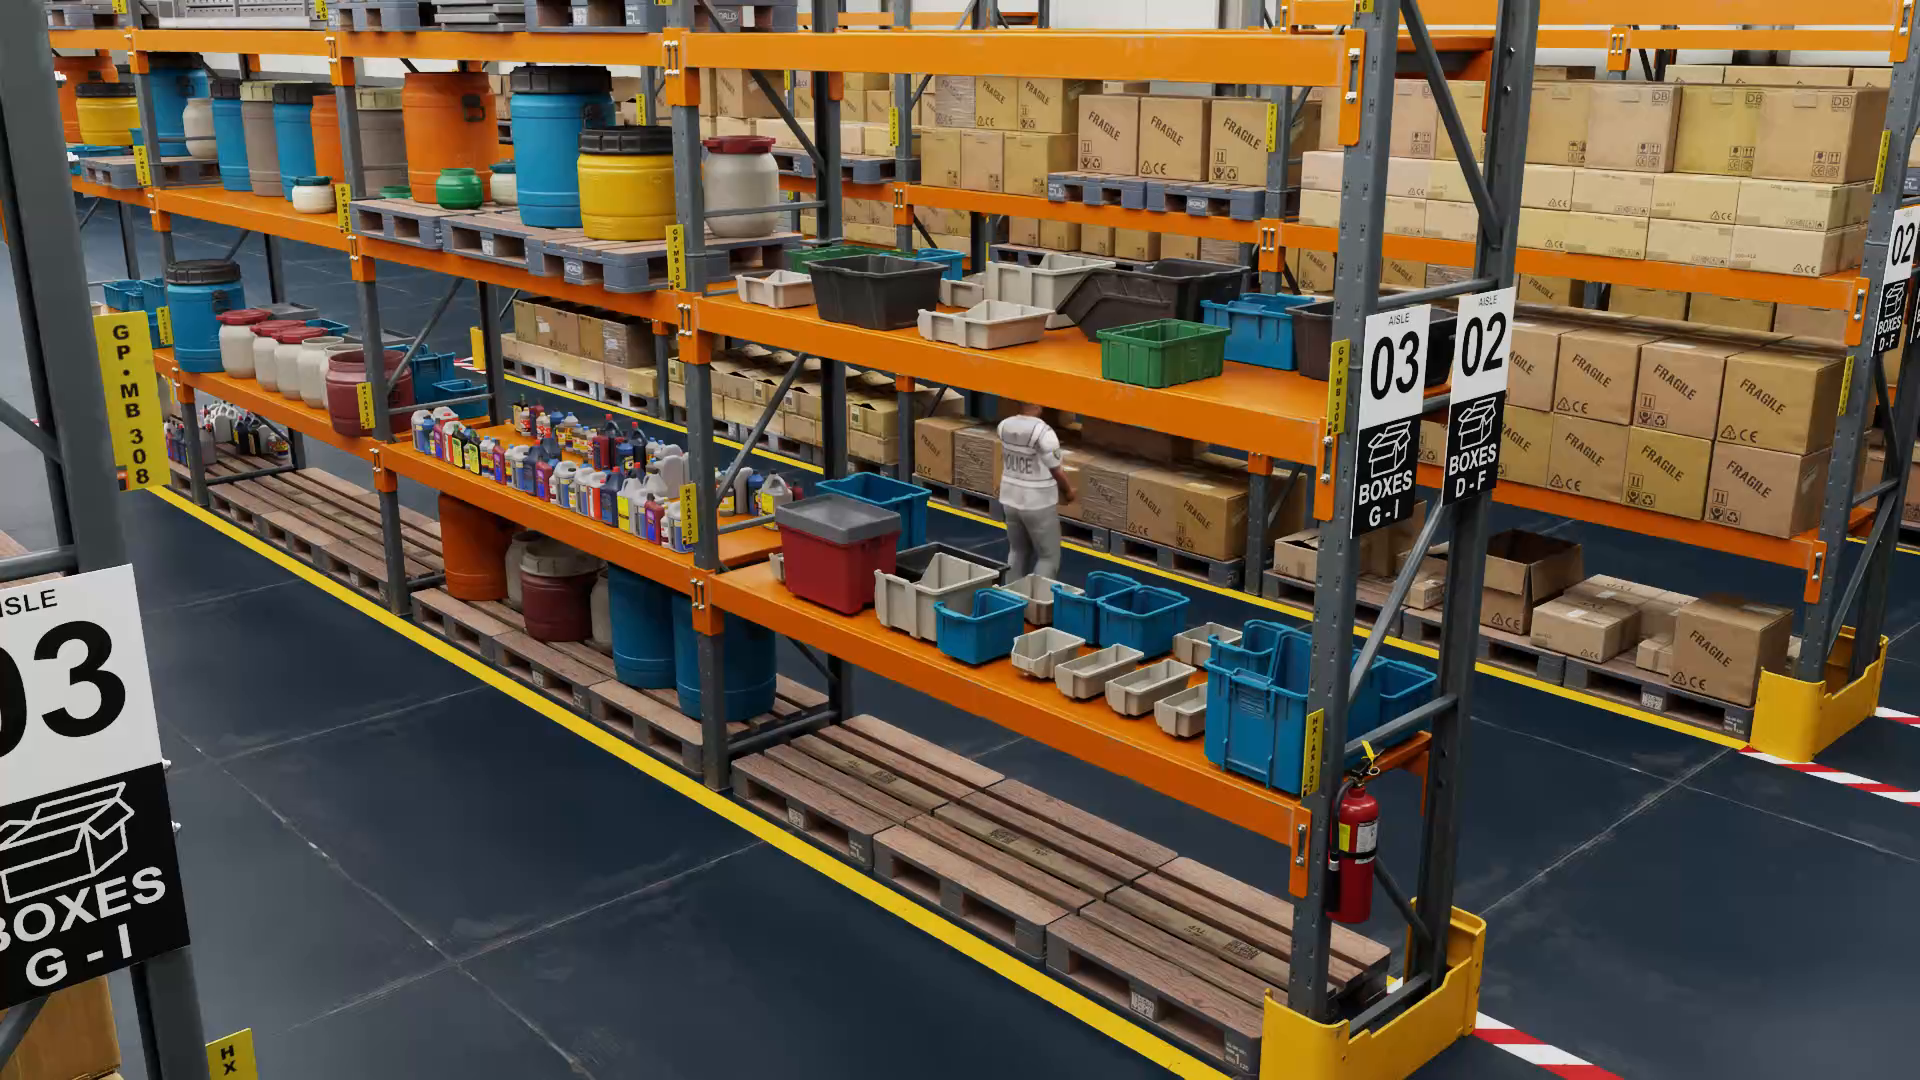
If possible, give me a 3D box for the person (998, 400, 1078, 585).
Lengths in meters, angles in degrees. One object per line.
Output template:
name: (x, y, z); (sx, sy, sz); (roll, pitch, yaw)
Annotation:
person: (0.558, -0.291, 11.936); (0.545, 1.770, 0.521); (-16, 23, -41)
